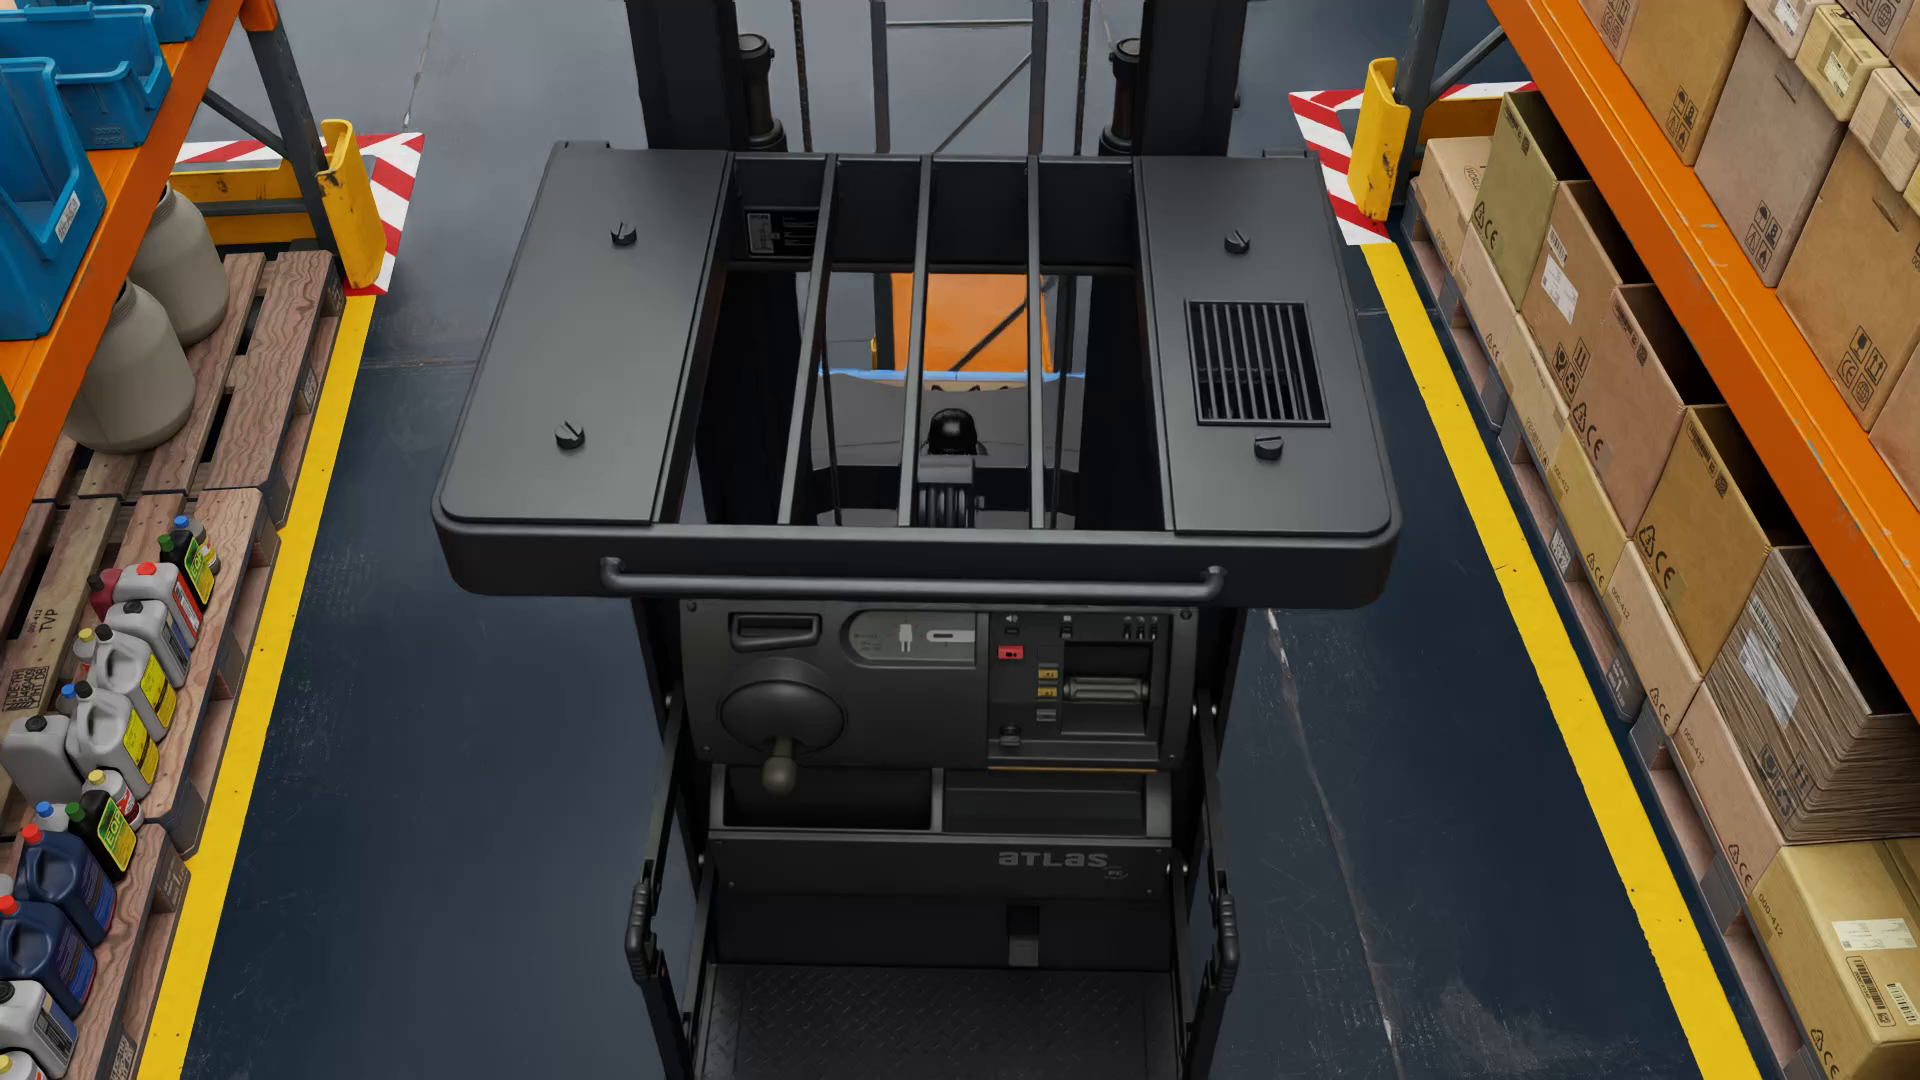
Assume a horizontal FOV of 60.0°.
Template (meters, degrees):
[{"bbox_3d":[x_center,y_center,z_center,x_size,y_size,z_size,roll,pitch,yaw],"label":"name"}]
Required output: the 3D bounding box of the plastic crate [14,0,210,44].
[{"bbox_3d":[-2.466,-1.706,4.902,0.499,0.251,0.616,-3,47,-3],"label":"plastic crate"}]

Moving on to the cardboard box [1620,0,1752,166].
[{"bbox_3d":[2.242,-1.356,4.400,0.700,0.500,0.500,-3,47,-3],"label":"cardboard box"}]

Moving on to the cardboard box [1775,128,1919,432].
[{"bbox_3d":[2.333,-0.605,3.688,0.700,0.500,0.500,-3,47,-3],"label":"cardboard box"}]

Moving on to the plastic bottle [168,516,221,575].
[{"bbox_3d":[-2.215,0.012,4.797,0.097,0.201,0.097,0,47,0],"label":"plastic bottle"}]

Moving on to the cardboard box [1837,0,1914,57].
[{"bbox_3d":[2.296,-1.396,3.544,0.700,0.500,0.500,-3,47,-3],"label":"cardboard box"}]

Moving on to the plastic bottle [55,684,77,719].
[{"bbox_3d":[-2.308,0.455,4.378,0.097,0.201,0.097,0,47,0],"label":"plastic bottle"}]

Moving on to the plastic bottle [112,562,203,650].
[{"bbox_3d":[-2.221,0.170,4.596,0.152,0.276,0.135,-3,47,-3],"label":"plastic bottle"}]

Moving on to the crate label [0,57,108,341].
[{"bbox_3d":[-2.382,-0.798,3.916,0.502,0.435,0.616,-3,47,-3],"label":"crate label"}]

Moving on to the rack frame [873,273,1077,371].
[{"bbox_3d":[0.038,-0.281,4.483,0.500,1.500,0.032,-2,47,-2],"label":"rack frame"}]

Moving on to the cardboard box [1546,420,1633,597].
[{"bbox_3d":[2.078,-0.112,4.894,0.500,0.250,0.500,-3,47,-3],"label":"cardboard box"}]

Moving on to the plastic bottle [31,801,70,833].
[{"bbox_3d":[-2.190,0.730,4.069,0.097,0.271,0.097,0,47,0],"label":"plastic bottle"}]

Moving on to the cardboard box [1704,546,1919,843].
[{"bbox_3d":[2.179,0.353,3.938,0.500,0.500,0.500,-3,47,-3],"label":"cardboard box"}]

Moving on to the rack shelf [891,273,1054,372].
[{"bbox_3d":[0.018,-0.526,4.963,0.538,0.185,1.000,-2,47,-2],"label":"rack shelf"}]

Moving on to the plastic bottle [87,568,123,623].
[{"bbox_3d":[-2.327,0.175,4.587,0.061,0.283,0.133,-3,47,-3],"label":"plastic bottle"}]

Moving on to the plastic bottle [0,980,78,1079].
[{"bbox_3d":[-2.115,1.089,3.726,0.152,0.276,0.135,-2,47,-2],"label":"plastic bottle"}]

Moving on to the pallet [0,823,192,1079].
[{"bbox_3d":[-2.485,1.263,3.908,1.003,0.211,1.213,-3,47,-3],"label":"pallet"}]

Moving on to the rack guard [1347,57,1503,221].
[{"bbox_3d":[2.129,-1.557,6.381,1.175,0.500,0.348,-3,47,-3],"label":"rack guard"}]

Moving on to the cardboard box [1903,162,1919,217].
[{"bbox_3d":[2.146,-0.683,3.315,0.380,0.149,0.250,-4,47,-3],"label":"cardboard box"}]

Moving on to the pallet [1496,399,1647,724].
[{"bbox_3d":[2.335,-0.009,5.113,1.003,0.211,1.213,-3,47,-3],"label":"pallet"}]

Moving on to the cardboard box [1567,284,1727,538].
[{"bbox_3d":[2.077,-0.369,4.622,0.500,0.500,0.500,-3,47,-3],"label":"cardboard box"}]

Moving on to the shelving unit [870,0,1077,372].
[{"bbox_3d":[0.019,-0.643,4.826,0.587,1.500,1.083,-2,47,-2],"label":"shelving unit"}]

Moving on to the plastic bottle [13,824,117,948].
[{"bbox_3d":[-2.141,0.807,3.942,0.144,0.351,0.185,-5,47,-5],"label":"plastic bottle"}]

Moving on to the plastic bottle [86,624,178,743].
[{"bbox_3d":[-2.192,0.364,4.360,0.144,0.351,0.185,-2,47,-2],"label":"plastic bottle"}]

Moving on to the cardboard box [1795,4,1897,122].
[{"bbox_3d":[2.099,-1.057,3.670,0.380,0.149,0.250,-2,47,-2],"label":"cardboard box"}]

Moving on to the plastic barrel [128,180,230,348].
[{"bbox_3d":[-2.674,-0.919,5.478,0.421,0.512,0.421,0,47,0],"label":"plastic barrel"}]

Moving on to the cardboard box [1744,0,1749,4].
[{"bbox_3d":[2.059,-1.428,4.021,0.380,0.149,0.250,-4,47,-4],"label":"cardboard box"}]

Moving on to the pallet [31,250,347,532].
[{"bbox_3d":[-2.690,-0.502,5.580,1.003,0.211,1.213,-3,47,-3],"label":"pallet"}]

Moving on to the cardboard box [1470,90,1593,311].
[{"bbox_3d":[1.998,-1.093,5.307,0.500,0.500,0.500,-3,47,-3],"label":"cardboard box"}]

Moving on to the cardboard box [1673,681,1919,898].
[{"bbox_3d":[2.177,0.611,4.210,0.500,0.250,0.500,-3,47,-3],"label":"cardboard box"}]

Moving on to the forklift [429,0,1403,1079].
[{"bbox_3d":[-0.042,0.369,2.882,1.130,2.935,3.031,1,47,1],"label":"forklift"}]

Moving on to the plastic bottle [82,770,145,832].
[{"bbox_3d":[-2.141,0.652,4.191,0.097,0.201,0.097,0,47,0],"label":"plastic bottle"}]

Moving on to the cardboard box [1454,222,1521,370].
[{"bbox_3d":[1.999,-0.835,5.580,0.500,0.250,0.500,-3,47,-3],"label":"cardboard box"}]

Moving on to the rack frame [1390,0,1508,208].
[{"bbox_3d":[2.131,-2.400,5.457,1.000,3.000,0.127,-3,47,-3],"label":"rack frame"}]
